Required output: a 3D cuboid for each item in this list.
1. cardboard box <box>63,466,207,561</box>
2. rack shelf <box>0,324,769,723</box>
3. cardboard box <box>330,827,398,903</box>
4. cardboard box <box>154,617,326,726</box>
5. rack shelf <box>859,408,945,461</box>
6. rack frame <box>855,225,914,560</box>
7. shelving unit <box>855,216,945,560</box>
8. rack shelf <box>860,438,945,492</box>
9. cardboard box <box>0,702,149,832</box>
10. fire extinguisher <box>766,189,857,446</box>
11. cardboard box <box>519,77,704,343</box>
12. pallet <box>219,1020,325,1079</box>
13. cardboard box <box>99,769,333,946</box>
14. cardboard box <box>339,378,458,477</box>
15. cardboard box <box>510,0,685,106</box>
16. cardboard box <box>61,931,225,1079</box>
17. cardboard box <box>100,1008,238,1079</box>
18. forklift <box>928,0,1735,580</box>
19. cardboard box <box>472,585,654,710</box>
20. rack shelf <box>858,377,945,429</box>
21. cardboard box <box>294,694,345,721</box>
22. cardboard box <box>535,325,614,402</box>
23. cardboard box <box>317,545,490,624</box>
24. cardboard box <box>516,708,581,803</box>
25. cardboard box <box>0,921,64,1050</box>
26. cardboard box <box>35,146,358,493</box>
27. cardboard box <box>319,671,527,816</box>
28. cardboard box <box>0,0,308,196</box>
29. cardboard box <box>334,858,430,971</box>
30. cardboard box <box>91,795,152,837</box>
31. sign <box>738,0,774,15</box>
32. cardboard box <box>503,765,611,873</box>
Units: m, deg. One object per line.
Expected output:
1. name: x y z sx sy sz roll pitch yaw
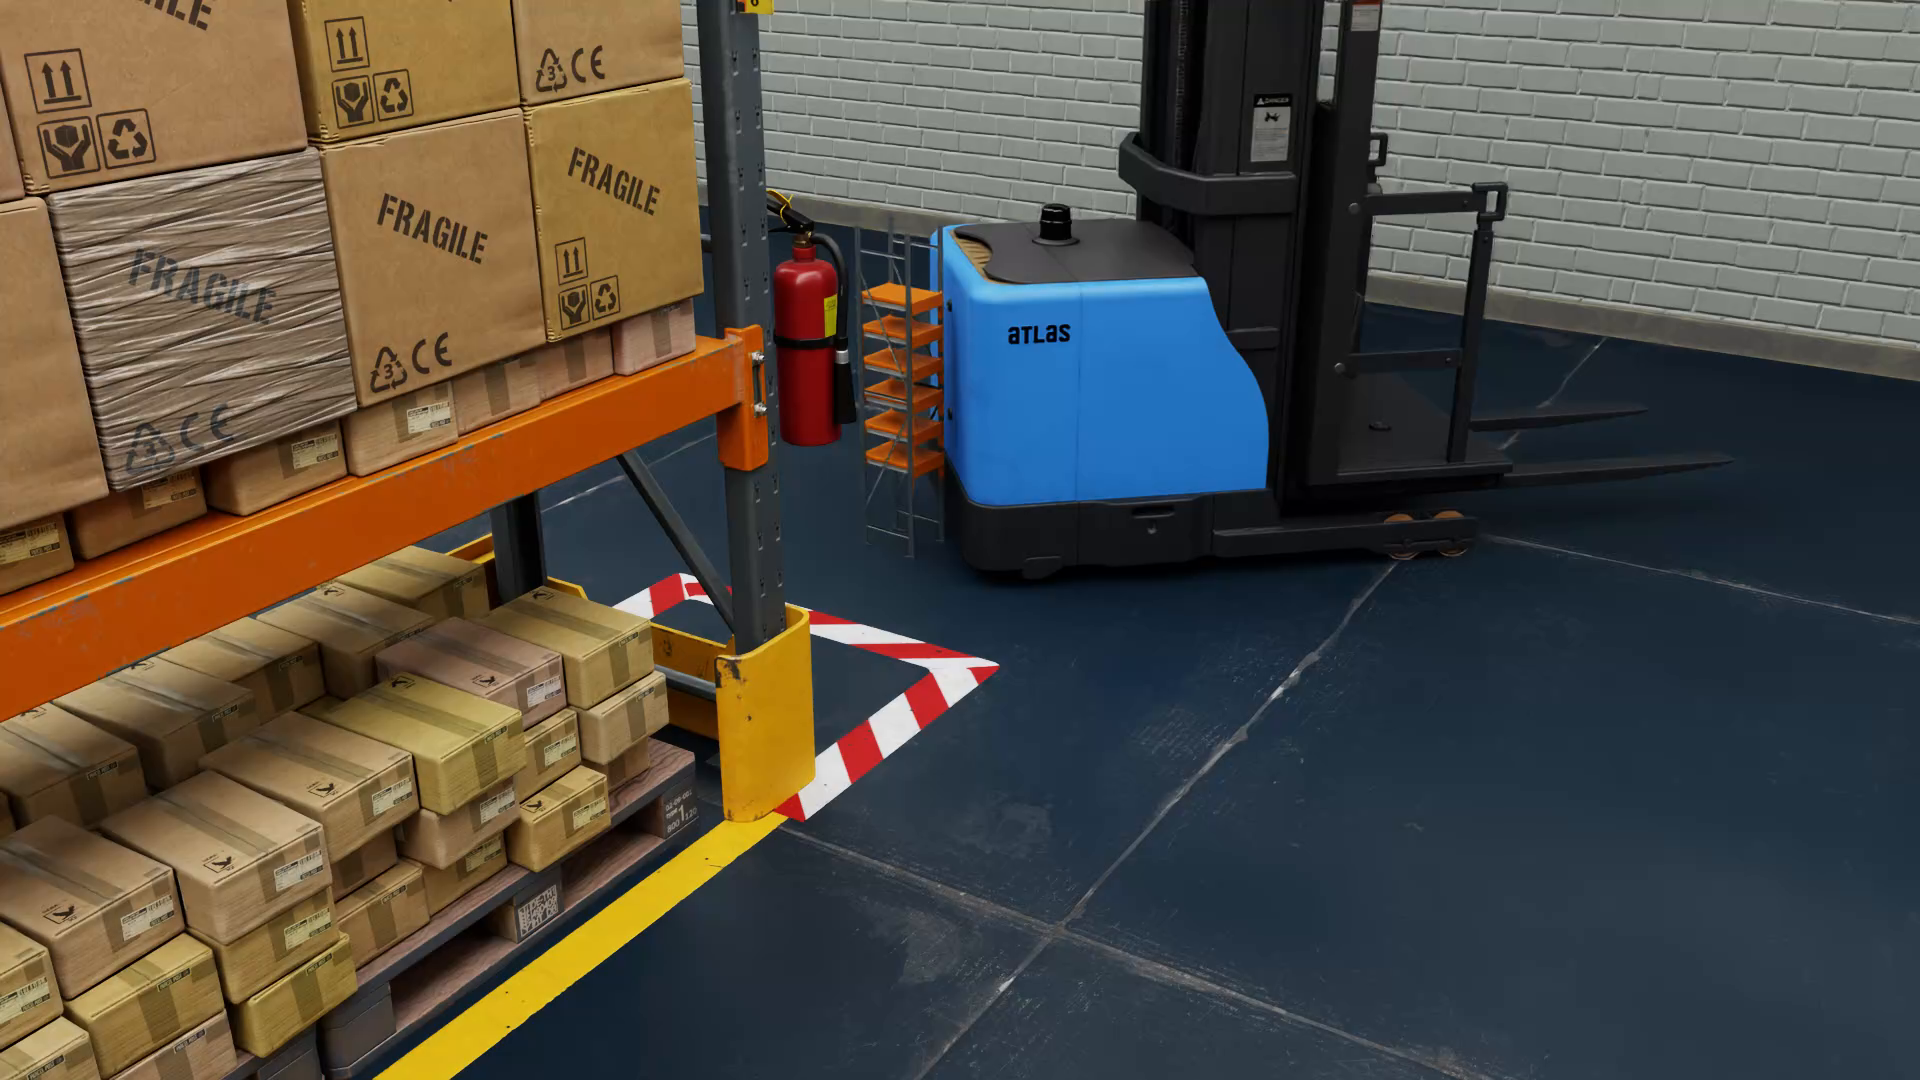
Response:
1. cardboard box: -1.617 -0.108 3.041 0.380 0.149 0.250 13 26 27
2. rack shelf: -1.986 0.196 2.927 1.077 0.370 4.000 14 27 29
3. cardboard box: -1.469 0.653 3.652 0.380 0.149 0.250 14 27 28
4. cardboard box: -1.781 0.315 4.057 0.380 0.149 0.250 14 27 29
5. rack shelf: -0.211 -0.386 6.044 0.258 0.103 0.180 16 28 33
6. rack frame: -0.265 -0.507 5.911 0.240 1.200 0.006 16 28 33
7. shelving unit: -0.211 -0.537 5.979 0.258 1.200 0.189 16 28 33
8. rack shelf: -0.211 -0.276 6.092 0.258 0.103 0.180 16 28 33
9. cardboard box: -1.996 0.508 3.612 0.380 0.149 0.250 15 28 31
10. fire extinguisher: -0.406 -0.591 4.406 0.296 0.674 0.183 14 27 29
11. cardboard box: -0.949 -0.786 3.790 0.500 0.500 0.500 14 27 30
12. pallet: -2.074 1.173 3.275 1.003 0.211 1.213 14 27 29
13. cardboard box: -1.490 0.628 3.334 0.380 0.149 0.250 15 28 31
14. cardboard box: -1.260 -0.270 3.414 0.380 0.149 0.250 15 27 30
15. cardboard box: -0.961 -1.244 3.589 0.500 0.500 0.500 13 27 28
16. cardboard box: -1.653 0.844 3.211 0.380 0.149 0.250 15 28 32
17. cardboard box: -1.655 0.980 3.270 0.380 0.149 0.250 14 27 30
18. forklift: 1.438 -1.473 5.963 3.031 2.935 1.130 -4 24 -9
19. cardboard box: -0.995 0.265 4.173 0.380 0.149 0.250 14 27 30
20. rack shelf: -0.211 -0.496 5.997 0.258 0.103 0.180 16 28 33
21. cardboard box: -1.672 0.475 4.063 0.380 0.149 0.250 14 27 30
22. cardboard box: -1.026 -0.449 3.827 0.380 0.149 0.250 14 27 29
23. cardboard box: -1.496 0.139 4.464 0.380 0.149 0.250 13 26 27
24. cardboard box: -1.151 0.485 4.040 0.380 0.149 0.250 13 27 28
25. cardboard box: -1.837 0.788 2.964 0.380 0.149 0.250 14 27 29
26. cardboard box: -1.485 -0.440 2.991 0.500 0.500 0.500 14 27 29
27. cardboard box: -1.205 0.452 3.741 0.380 0.149 0.250 13 27 28
28. cardboard box: -1.495 -0.896 2.784 0.500 0.500 0.500 15 28 32
29. cardboard box: -1.413 0.793 3.703 0.380 0.149 0.250 14 27 29
30. cardboard box: -1.959 0.648 3.663 0.380 0.149 0.250 12 26 26
31. sign: -0.470 -1.363 3.767 0.100 0.325 0.005 14 27 29
32. cardboard box: -1.081 0.636 4.066 0.380 0.149 0.250 15 27 31
